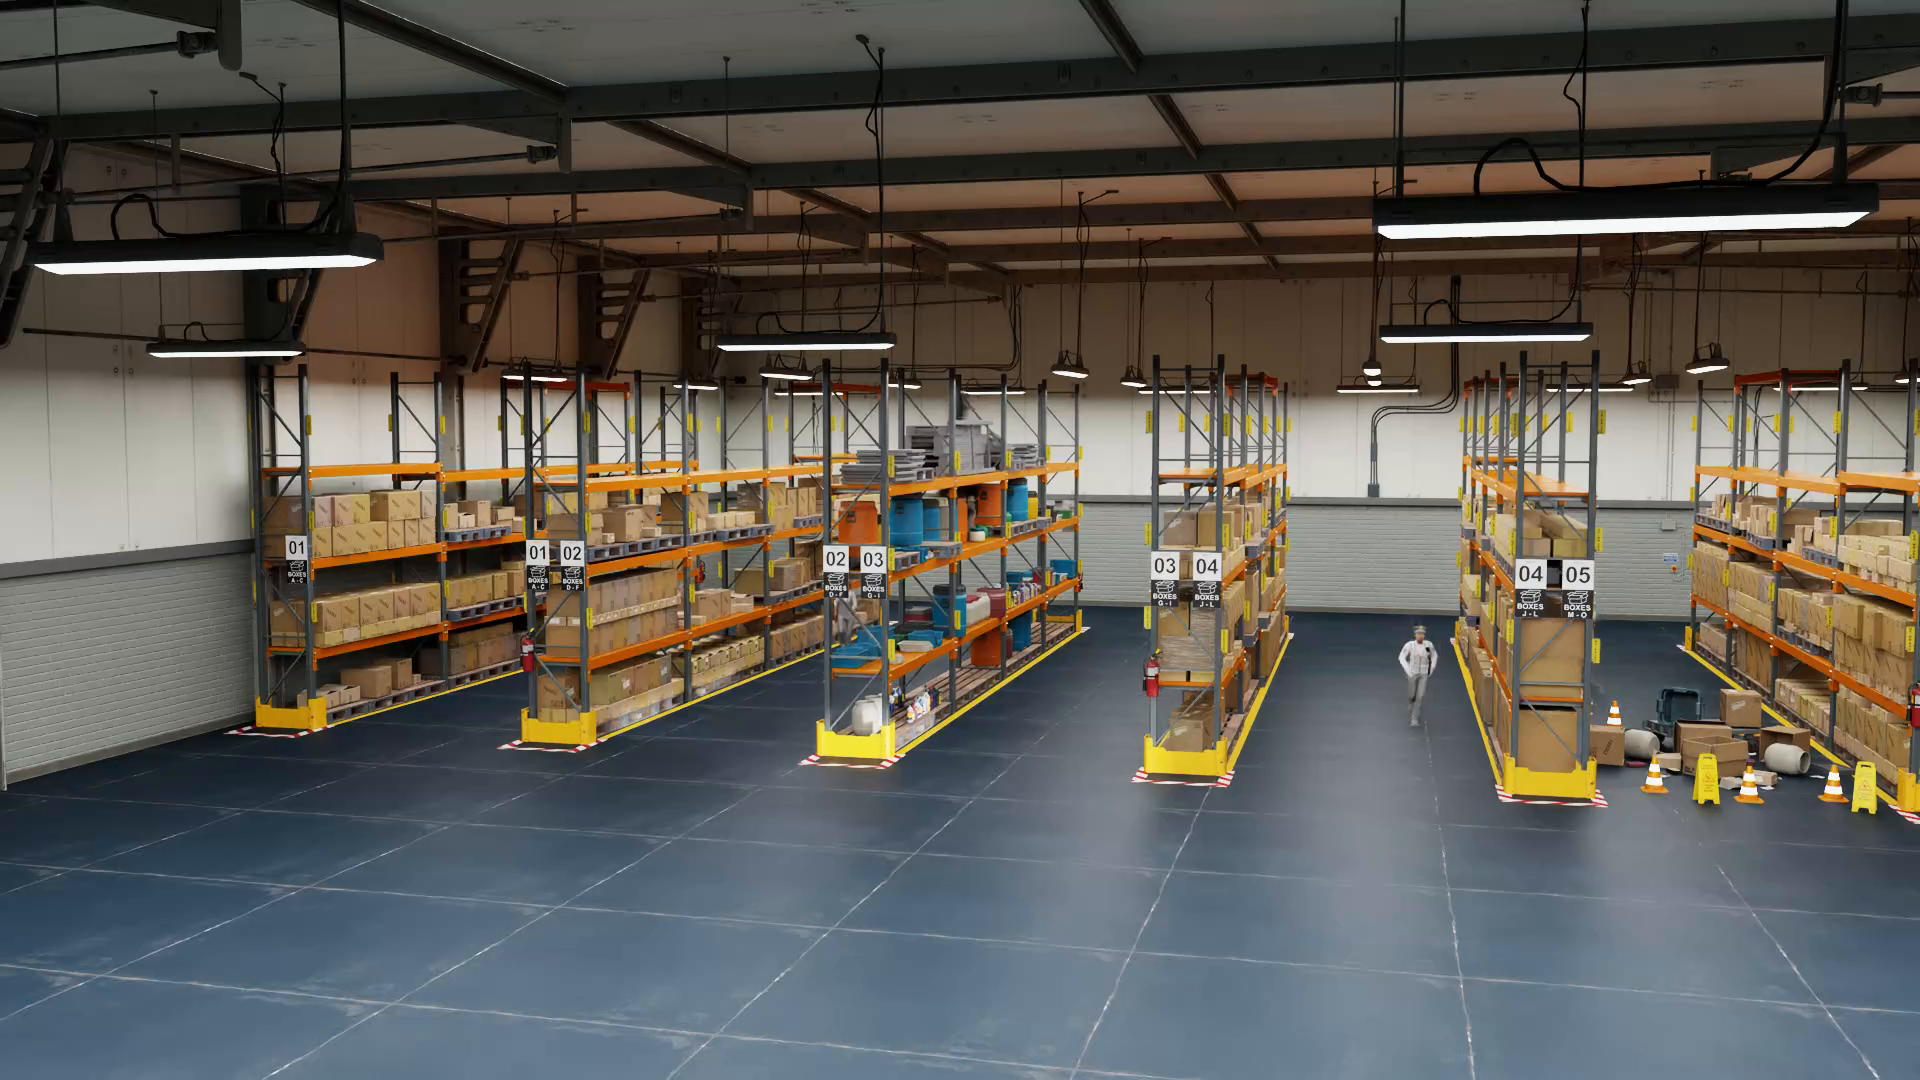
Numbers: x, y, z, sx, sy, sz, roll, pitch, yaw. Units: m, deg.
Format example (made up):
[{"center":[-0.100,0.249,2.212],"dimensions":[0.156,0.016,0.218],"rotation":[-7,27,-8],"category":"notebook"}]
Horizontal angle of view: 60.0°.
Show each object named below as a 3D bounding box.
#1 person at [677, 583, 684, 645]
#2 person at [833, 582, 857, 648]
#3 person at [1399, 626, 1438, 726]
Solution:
[{"center":[-5.884,1.756,35.341],"dimensions":[0.627,1.698,0.761],"rotation":[0,4,7],"category":"person"},{"center":[-2.346,1.589,33.934],"dimensions":[0.505,1.554,0.690],"rotation":[0,4,1],"category":"person"},{"center":[7.716,2.255,27.993],"dimensions":[0.643,1.676,0.748],"rotation":[1,4,9],"category":"person"}]
